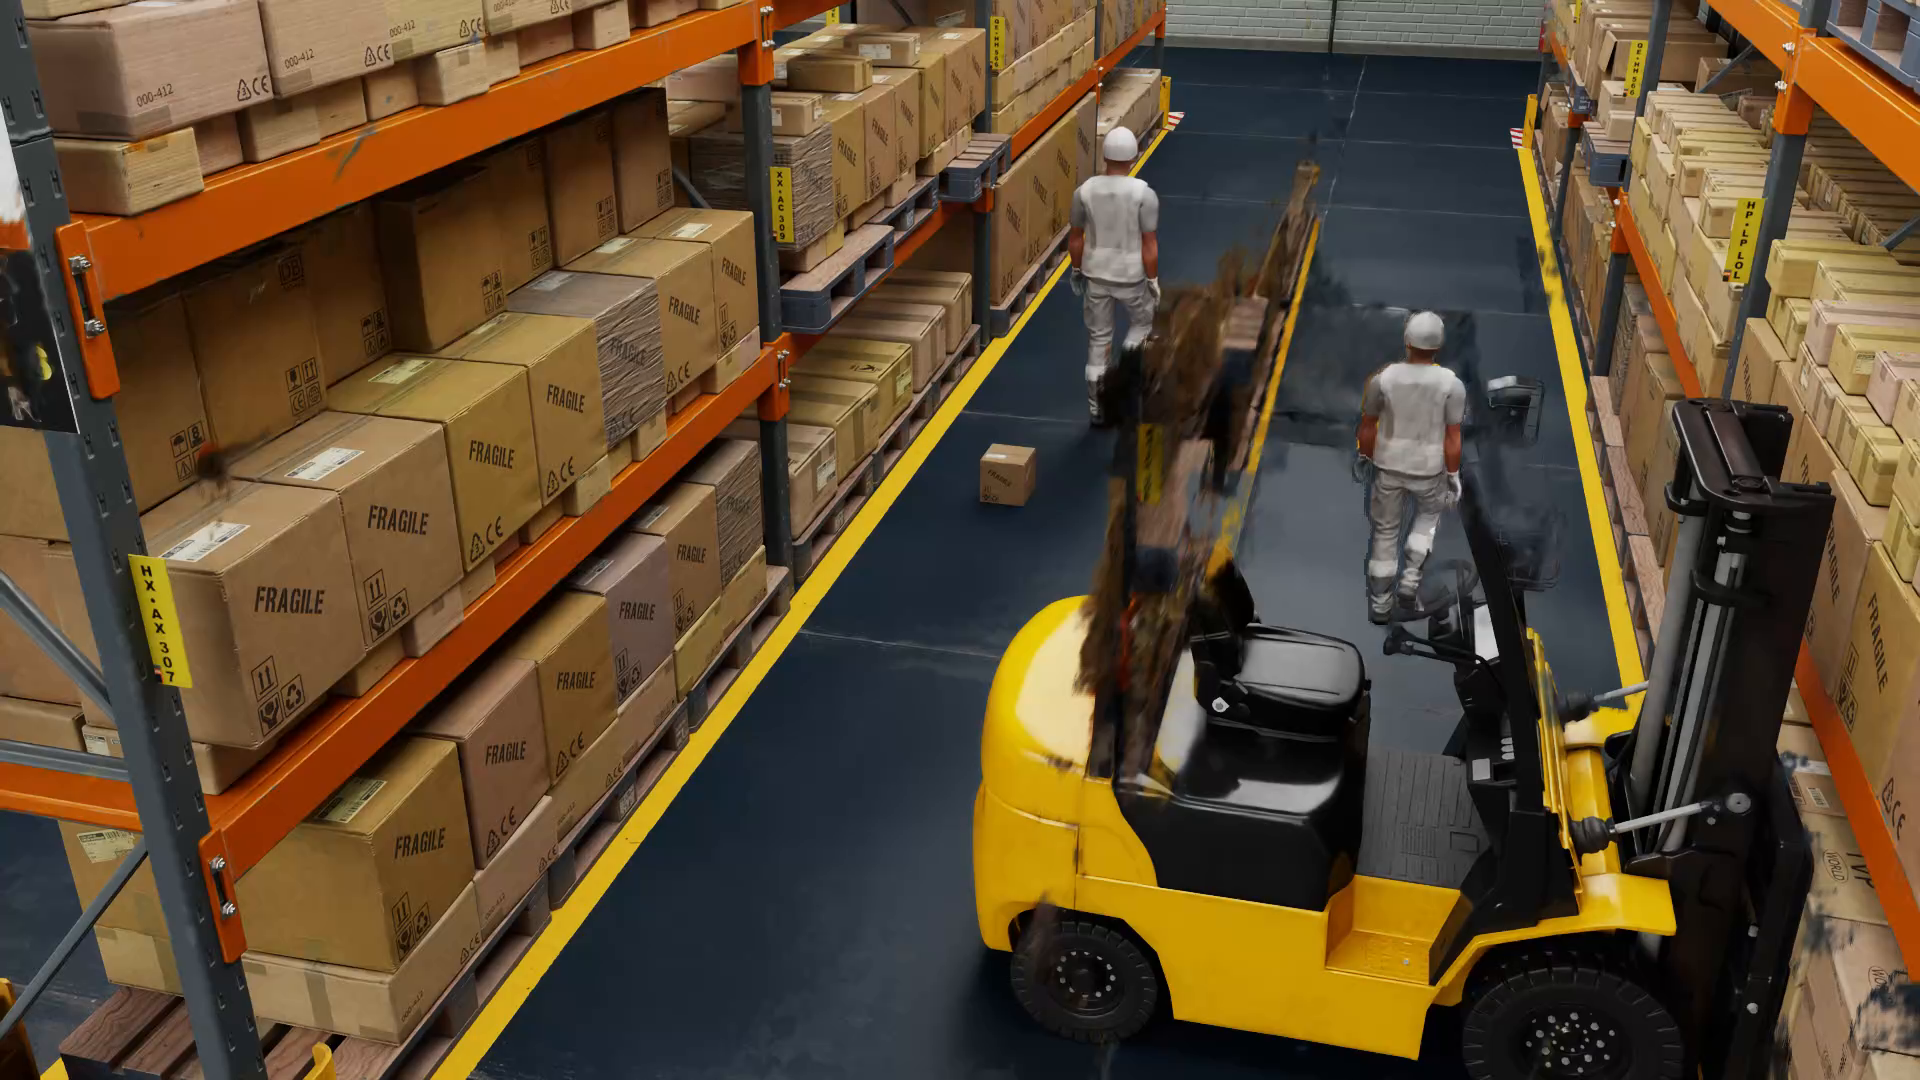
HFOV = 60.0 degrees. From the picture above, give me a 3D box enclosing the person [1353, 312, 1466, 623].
[{"bbox_3d":[0.945,-1.571,9.906,0.585,1.809,0.476,7,26,15],"label":"person"}]
